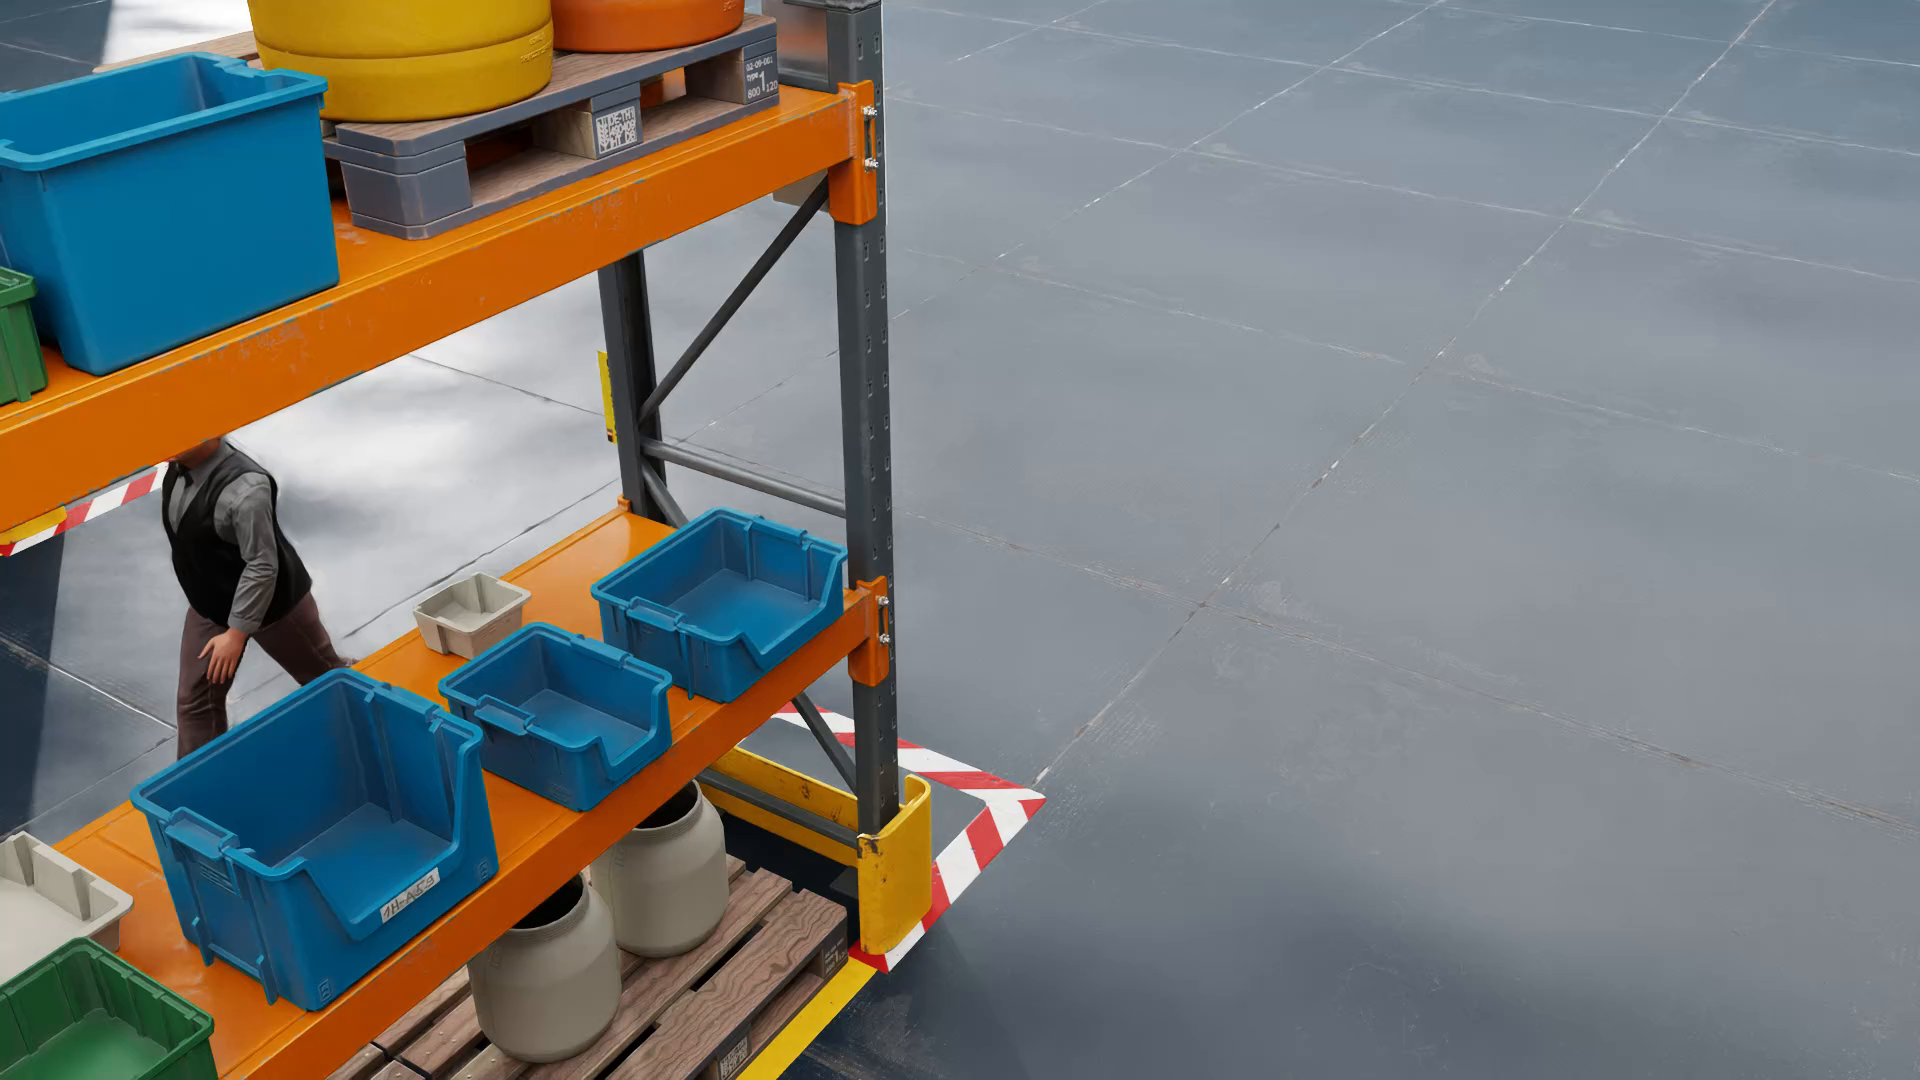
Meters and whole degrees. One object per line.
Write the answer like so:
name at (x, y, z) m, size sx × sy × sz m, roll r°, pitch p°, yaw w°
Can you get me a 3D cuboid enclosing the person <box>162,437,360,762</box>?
person at (-2.496, 0.221, 5.785) m, size 0.576 × 1.656 × 1.096 m, roll 17°, pitch 34°, yaw 26°
